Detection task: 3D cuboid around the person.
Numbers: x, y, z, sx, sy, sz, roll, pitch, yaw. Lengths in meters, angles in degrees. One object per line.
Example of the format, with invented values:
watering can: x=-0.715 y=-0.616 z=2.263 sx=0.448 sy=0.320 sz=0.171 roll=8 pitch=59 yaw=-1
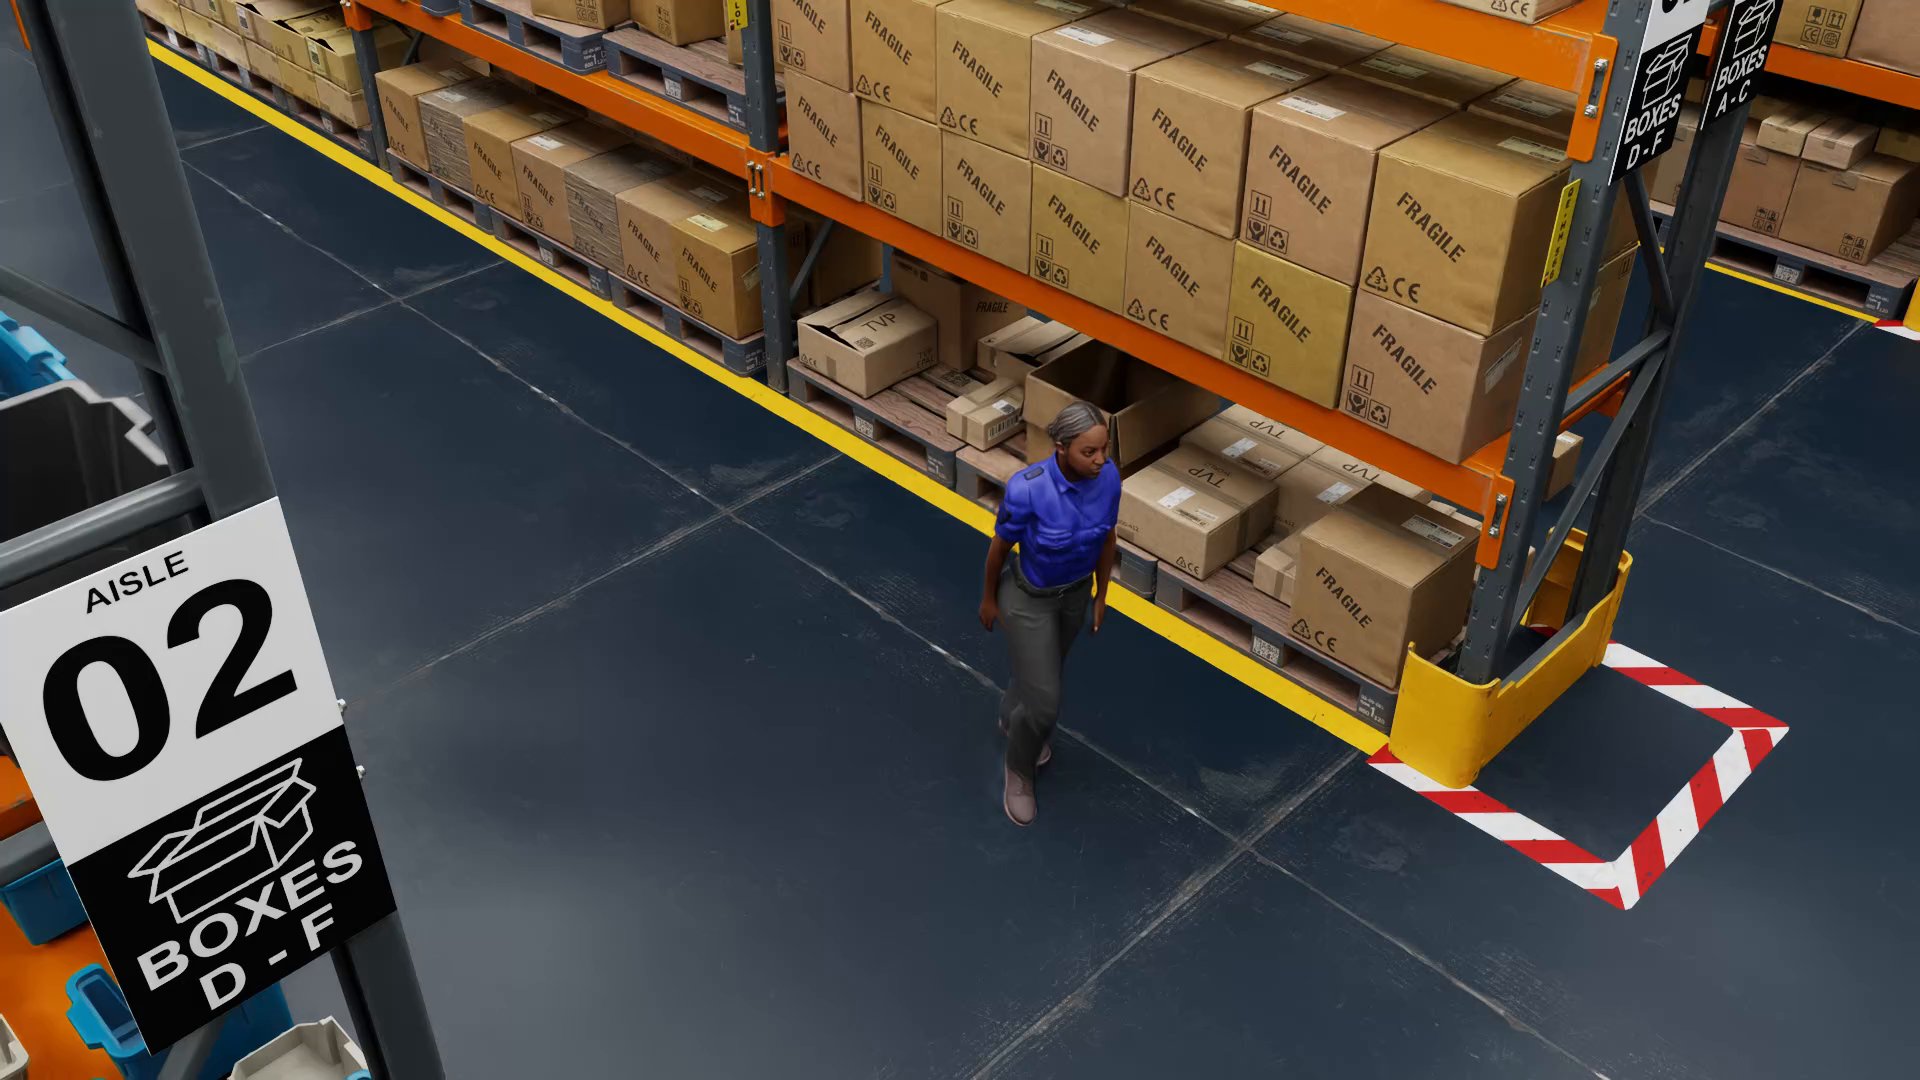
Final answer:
person: x=0.296 y=0.208 z=5.869 sx=0.482 sy=1.682 sz=0.533 roll=-21 pitch=41 yaw=-26
